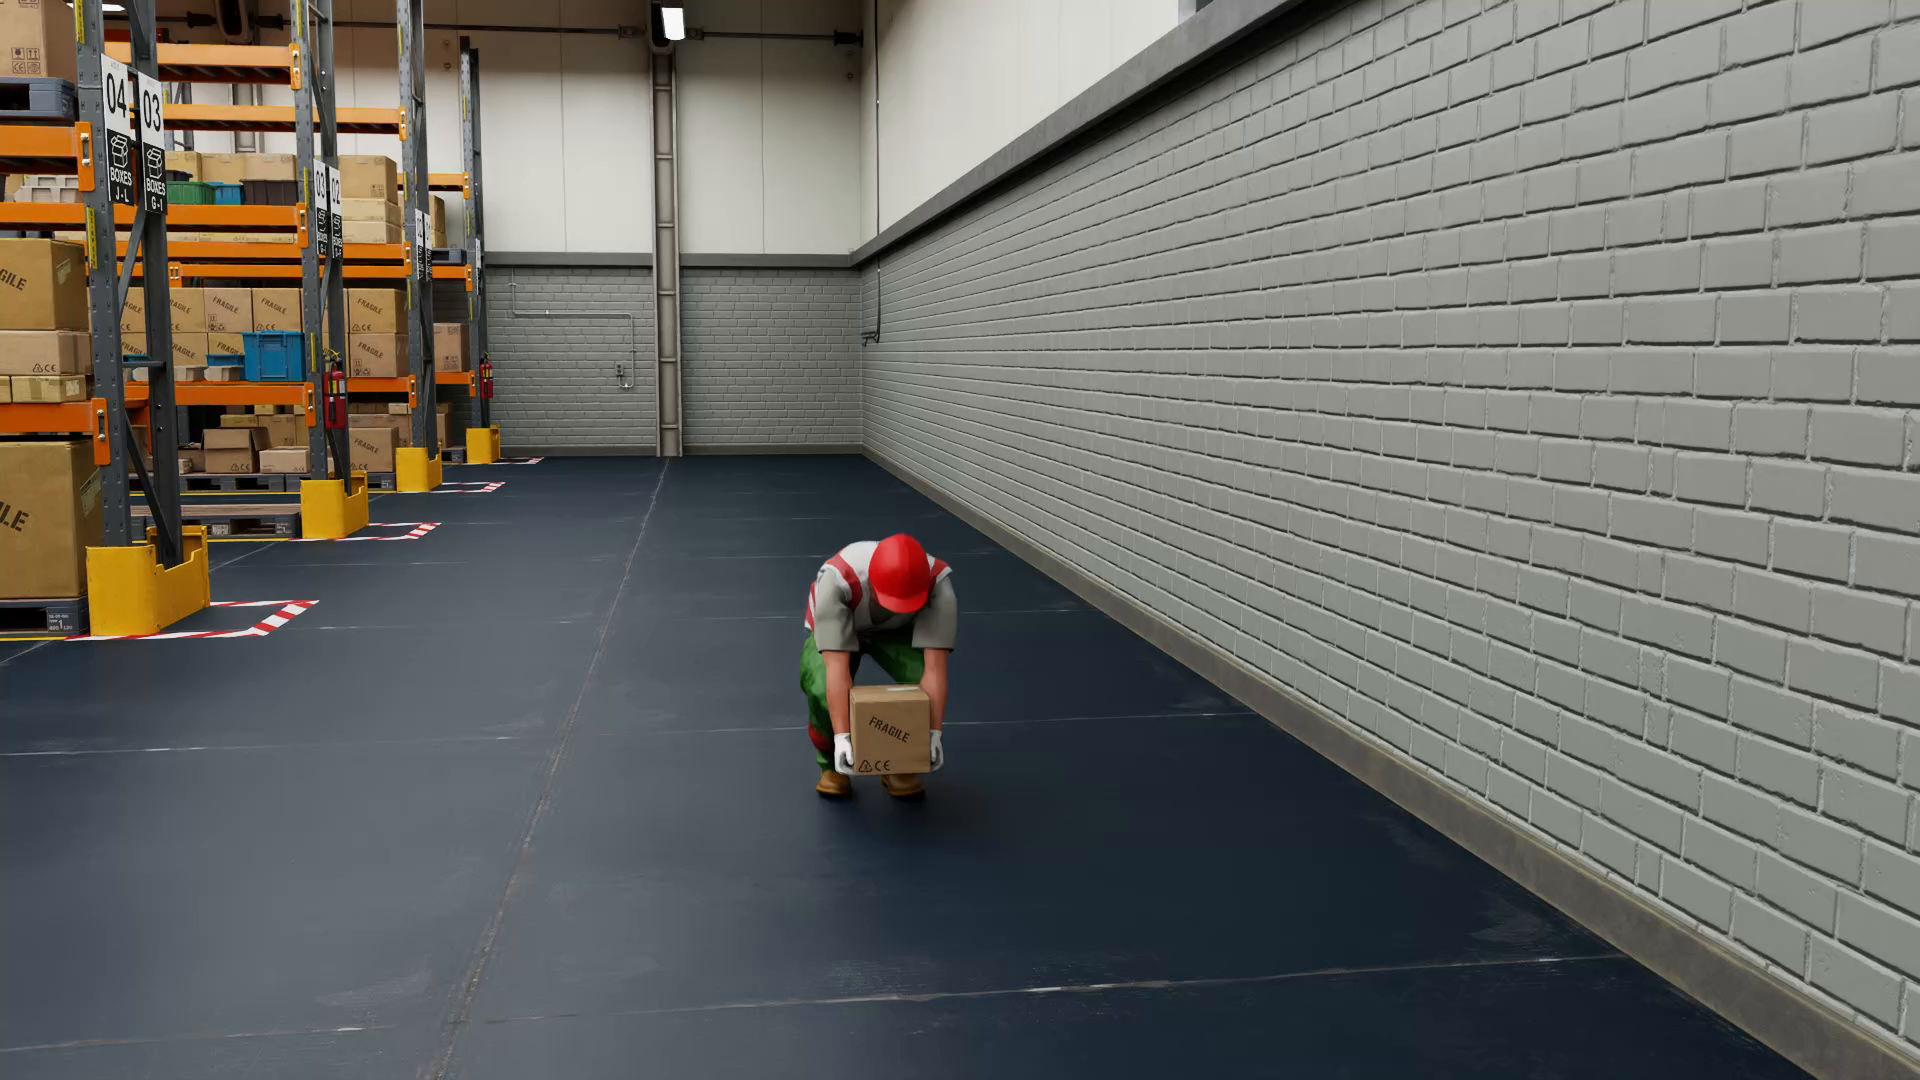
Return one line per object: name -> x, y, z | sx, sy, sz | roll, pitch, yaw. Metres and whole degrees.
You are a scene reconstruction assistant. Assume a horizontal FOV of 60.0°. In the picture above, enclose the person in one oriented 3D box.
person -> -0.296, 0.432, 5.859 | 0.533, 0.988, 0.920 | -1, 7, -10
